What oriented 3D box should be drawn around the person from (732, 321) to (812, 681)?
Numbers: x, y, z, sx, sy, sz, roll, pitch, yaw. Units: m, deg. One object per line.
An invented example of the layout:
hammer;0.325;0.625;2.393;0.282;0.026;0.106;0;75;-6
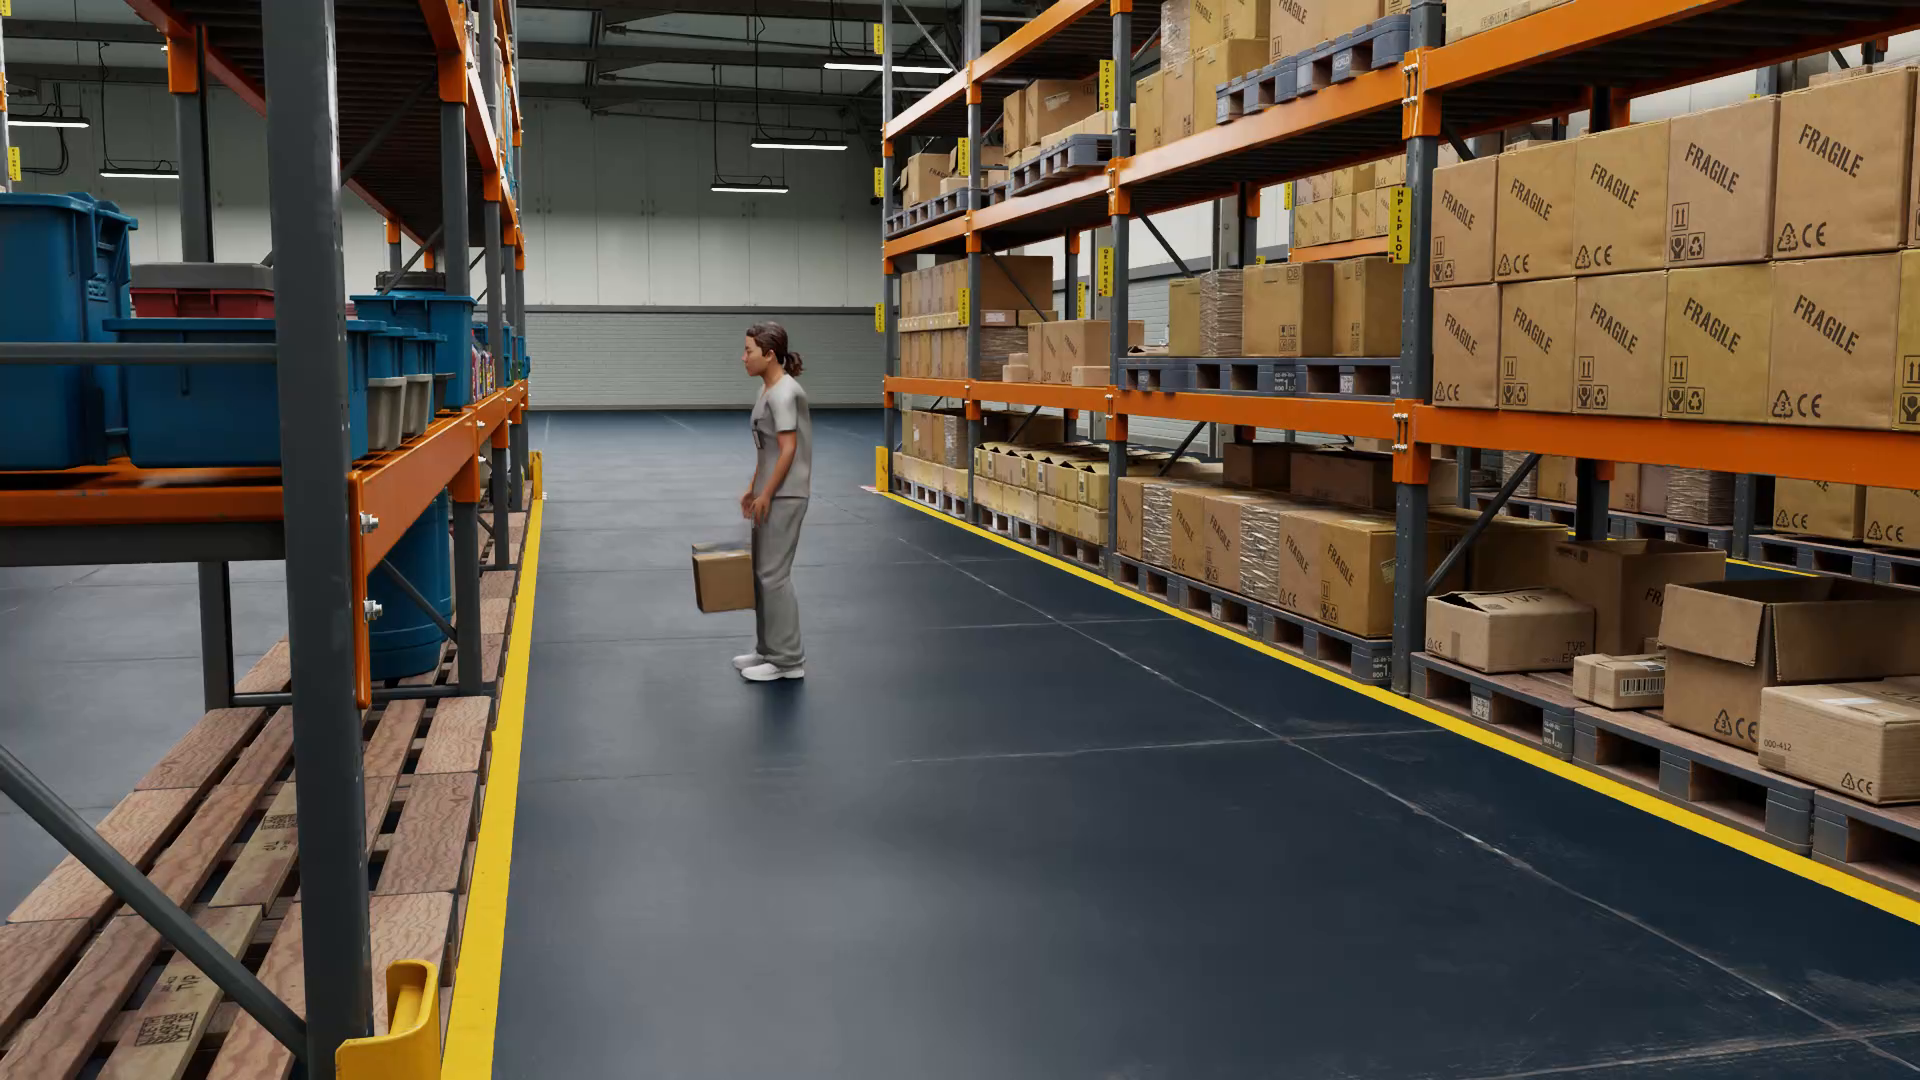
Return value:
person;-0.883;-0.187;7.853;0.360;1.675;0.476;-2;6;-15
